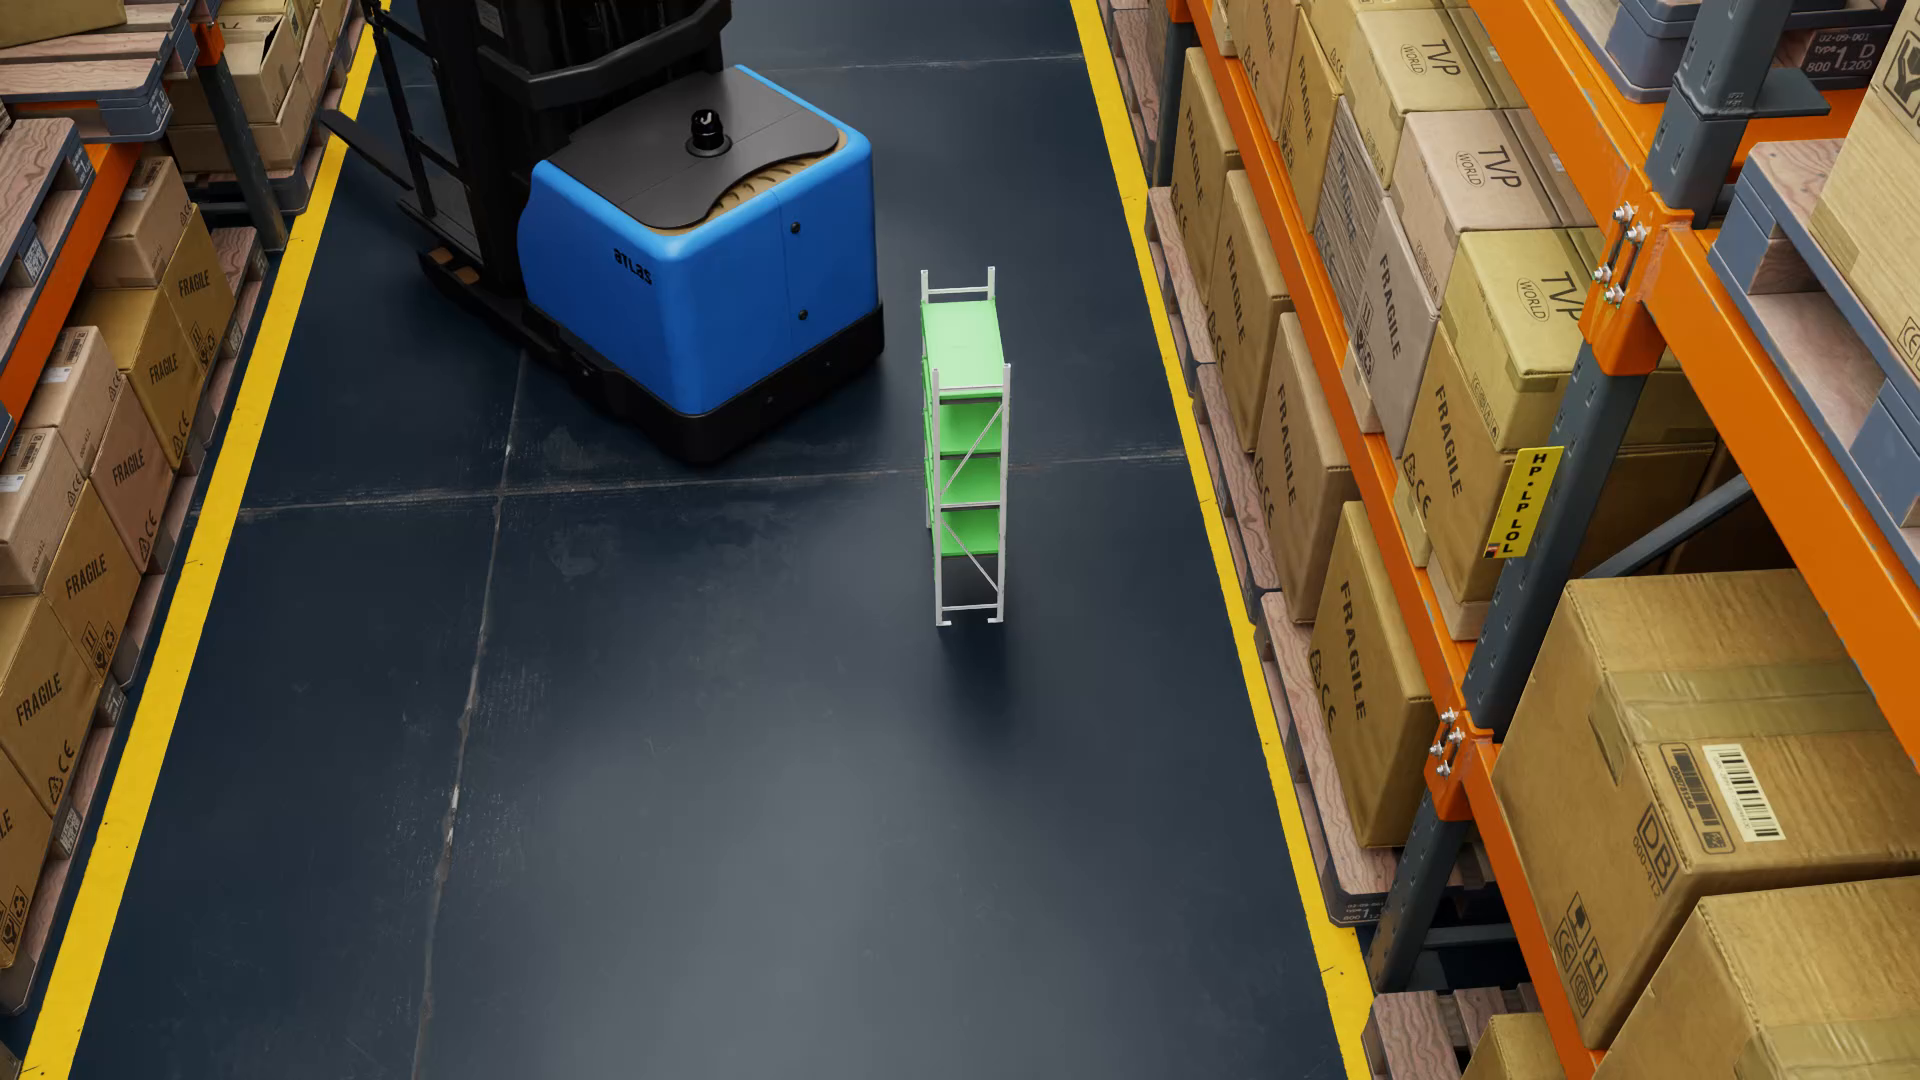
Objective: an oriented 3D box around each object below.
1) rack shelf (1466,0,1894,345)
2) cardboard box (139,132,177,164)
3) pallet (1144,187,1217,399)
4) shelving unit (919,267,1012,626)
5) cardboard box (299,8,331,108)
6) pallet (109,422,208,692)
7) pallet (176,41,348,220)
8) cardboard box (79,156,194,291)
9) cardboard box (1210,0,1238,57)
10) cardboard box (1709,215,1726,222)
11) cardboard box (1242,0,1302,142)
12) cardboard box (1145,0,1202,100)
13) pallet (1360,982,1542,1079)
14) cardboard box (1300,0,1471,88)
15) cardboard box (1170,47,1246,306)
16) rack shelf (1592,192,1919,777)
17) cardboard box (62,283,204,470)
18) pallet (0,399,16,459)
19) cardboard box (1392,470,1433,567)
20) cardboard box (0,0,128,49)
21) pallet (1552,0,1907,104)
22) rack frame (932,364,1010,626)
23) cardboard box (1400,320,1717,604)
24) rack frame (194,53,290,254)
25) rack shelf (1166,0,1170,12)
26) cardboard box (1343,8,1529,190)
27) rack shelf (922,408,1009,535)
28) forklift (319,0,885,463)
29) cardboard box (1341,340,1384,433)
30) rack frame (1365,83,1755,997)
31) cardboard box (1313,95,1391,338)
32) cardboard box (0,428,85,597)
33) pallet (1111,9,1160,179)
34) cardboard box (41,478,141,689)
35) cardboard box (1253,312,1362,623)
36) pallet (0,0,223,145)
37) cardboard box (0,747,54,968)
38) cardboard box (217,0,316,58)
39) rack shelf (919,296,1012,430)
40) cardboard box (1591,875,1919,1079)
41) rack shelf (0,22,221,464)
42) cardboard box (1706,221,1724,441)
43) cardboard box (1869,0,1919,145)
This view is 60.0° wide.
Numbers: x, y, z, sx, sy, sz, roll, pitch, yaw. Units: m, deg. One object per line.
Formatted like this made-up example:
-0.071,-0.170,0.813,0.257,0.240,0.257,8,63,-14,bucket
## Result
1.564,-1.976,4.485,1.077,0.370,4.000,-3,47,-3,rack shelf
-3.827,-1.900,7.588,0.500,0.250,0.500,-2,47,-2,cardboard box
1.387,-1.105,7.151,1.003,0.211,1.213,-3,47,-3,pallet
0.014,-0.293,5.701,0.258,1.200,0.503,-3,47,-3,shelving unit
-3.334,-2.294,7.961,0.500,0.250,0.500,-5,47,-4,cardboard box
-3.416,0.047,6.060,1.003,0.211,1.213,-3,47,-3,pallet
-3.570,-1.974,7.974,1.003,0.211,1.213,-3,47,-3,pallet
-3.218,-1.182,6.205,0.500,0.250,0.500,-2,47,-2,cardboard box
1.143,-1.927,6.168,0.380,0.149,0.250,-2,47,-2,cardboard box
1.902,-0.873,4.207,0.500,0.250,0.500,-3,47,-3,cardboard box
1.257,-1.677,5.485,0.500,0.500,0.500,-4,47,-3,cardboard box
1.284,-2.448,7.921,0.700,0.500,0.500,-3,47,-3,cardboard box
1.717,1.769,4.429,1.003,0.211,1.213,-3,47,-3,pallet
1.318,-1.577,4.873,0.500,0.250,0.500,-4,47,-4,cardboard box
1.327,-1.504,6.800,0.750,0.750,0.750,-4,47,-4,cardboard box
1.899,0.918,1.744,1.077,0.370,4.000,-3,47,-3,rack shelf
-3.184,-0.590,6.161,0.500,0.500,0.500,-5,47,-5,cardboard box
-3.163,0.040,4.278,1.003,0.211,1.213,-3,47,-3,pallet
1.376,-0.074,4.413,0.380,0.149,0.250,-3,47,-3,cardboard box
-3.375,-2.065,5.782,0.700,0.500,0.500,-18,49,-16,cardboard box
1.605,-1.371,3.548,0.805,0.209,1.217,-5,47,-5,pallet
0.034,-0.116,5.534,0.240,1.200,0.015,-3,47,-3,rack frame
1.441,-0.207,4.093,0.500,0.500,0.500,-4,47,-4,cardboard box
-3.540,-2.335,6.395,1.000,3.000,0.127,-3,47,-3,rack frame
1.229,-3.838,8.315,1.077,0.370,4.000,-3,47,-3,rack shelf
1.361,-1.208,4.524,0.500,0.250,0.500,-3,47,-3,cardboard box
0.014,-0.249,5.747,0.258,0.148,0.480,-3,47,-3,rack shelf
-1.716,-2.266,6.377,3.031,2.935,1.130,36,56,29,forklift
1.319,-0.452,4.771,0.380,0.149,0.250,-3,47,-3,cardboard box
1.731,0.255,3.942,1.000,3.000,0.127,-3,47,-3,rack frame
1.355,-0.939,4.786,0.500,0.500,0.500,-3,47,-3,cardboard box
-3.086,-0.079,5.161,0.500,0.250,0.500,-3,47,-3,cardboard box
1.332,-2.245,8.231,1.003,0.211,1.213,-3,47,-3,pallet
-3.093,0.155,5.456,0.500,0.500,0.500,-3,47,-3,cardboard box
1.470,-0.255,5.617,0.750,0.750,0.750,-2,47,-2,cardboard box
-3.413,-1.783,6.005,1.213,0.211,1.003,-3,47,-3,pallet
-3.002,0.903,4.748,0.500,0.500,0.500,-5,47,-5,cardboard box
-3.343,-2.503,7.773,0.500,0.311,0.500,-5,47,-4,cardboard box
0.014,-0.579,5.399,0.258,0.148,0.480,-3,47,-3,rack shelf
1.816,1.074,2.960,0.980,0.700,0.700,-5,47,-4,cardboard box
-3.372,-0.641,5.286,1.077,0.370,4.000,-3,47,-3,rack shelf
1.952,-0.495,3.849,0.500,0.250,0.500,-2,47,-2,cardboard box
1.511,-0.628,1.942,0.500,0.500,0.500,-4,47,-4,cardboard box
